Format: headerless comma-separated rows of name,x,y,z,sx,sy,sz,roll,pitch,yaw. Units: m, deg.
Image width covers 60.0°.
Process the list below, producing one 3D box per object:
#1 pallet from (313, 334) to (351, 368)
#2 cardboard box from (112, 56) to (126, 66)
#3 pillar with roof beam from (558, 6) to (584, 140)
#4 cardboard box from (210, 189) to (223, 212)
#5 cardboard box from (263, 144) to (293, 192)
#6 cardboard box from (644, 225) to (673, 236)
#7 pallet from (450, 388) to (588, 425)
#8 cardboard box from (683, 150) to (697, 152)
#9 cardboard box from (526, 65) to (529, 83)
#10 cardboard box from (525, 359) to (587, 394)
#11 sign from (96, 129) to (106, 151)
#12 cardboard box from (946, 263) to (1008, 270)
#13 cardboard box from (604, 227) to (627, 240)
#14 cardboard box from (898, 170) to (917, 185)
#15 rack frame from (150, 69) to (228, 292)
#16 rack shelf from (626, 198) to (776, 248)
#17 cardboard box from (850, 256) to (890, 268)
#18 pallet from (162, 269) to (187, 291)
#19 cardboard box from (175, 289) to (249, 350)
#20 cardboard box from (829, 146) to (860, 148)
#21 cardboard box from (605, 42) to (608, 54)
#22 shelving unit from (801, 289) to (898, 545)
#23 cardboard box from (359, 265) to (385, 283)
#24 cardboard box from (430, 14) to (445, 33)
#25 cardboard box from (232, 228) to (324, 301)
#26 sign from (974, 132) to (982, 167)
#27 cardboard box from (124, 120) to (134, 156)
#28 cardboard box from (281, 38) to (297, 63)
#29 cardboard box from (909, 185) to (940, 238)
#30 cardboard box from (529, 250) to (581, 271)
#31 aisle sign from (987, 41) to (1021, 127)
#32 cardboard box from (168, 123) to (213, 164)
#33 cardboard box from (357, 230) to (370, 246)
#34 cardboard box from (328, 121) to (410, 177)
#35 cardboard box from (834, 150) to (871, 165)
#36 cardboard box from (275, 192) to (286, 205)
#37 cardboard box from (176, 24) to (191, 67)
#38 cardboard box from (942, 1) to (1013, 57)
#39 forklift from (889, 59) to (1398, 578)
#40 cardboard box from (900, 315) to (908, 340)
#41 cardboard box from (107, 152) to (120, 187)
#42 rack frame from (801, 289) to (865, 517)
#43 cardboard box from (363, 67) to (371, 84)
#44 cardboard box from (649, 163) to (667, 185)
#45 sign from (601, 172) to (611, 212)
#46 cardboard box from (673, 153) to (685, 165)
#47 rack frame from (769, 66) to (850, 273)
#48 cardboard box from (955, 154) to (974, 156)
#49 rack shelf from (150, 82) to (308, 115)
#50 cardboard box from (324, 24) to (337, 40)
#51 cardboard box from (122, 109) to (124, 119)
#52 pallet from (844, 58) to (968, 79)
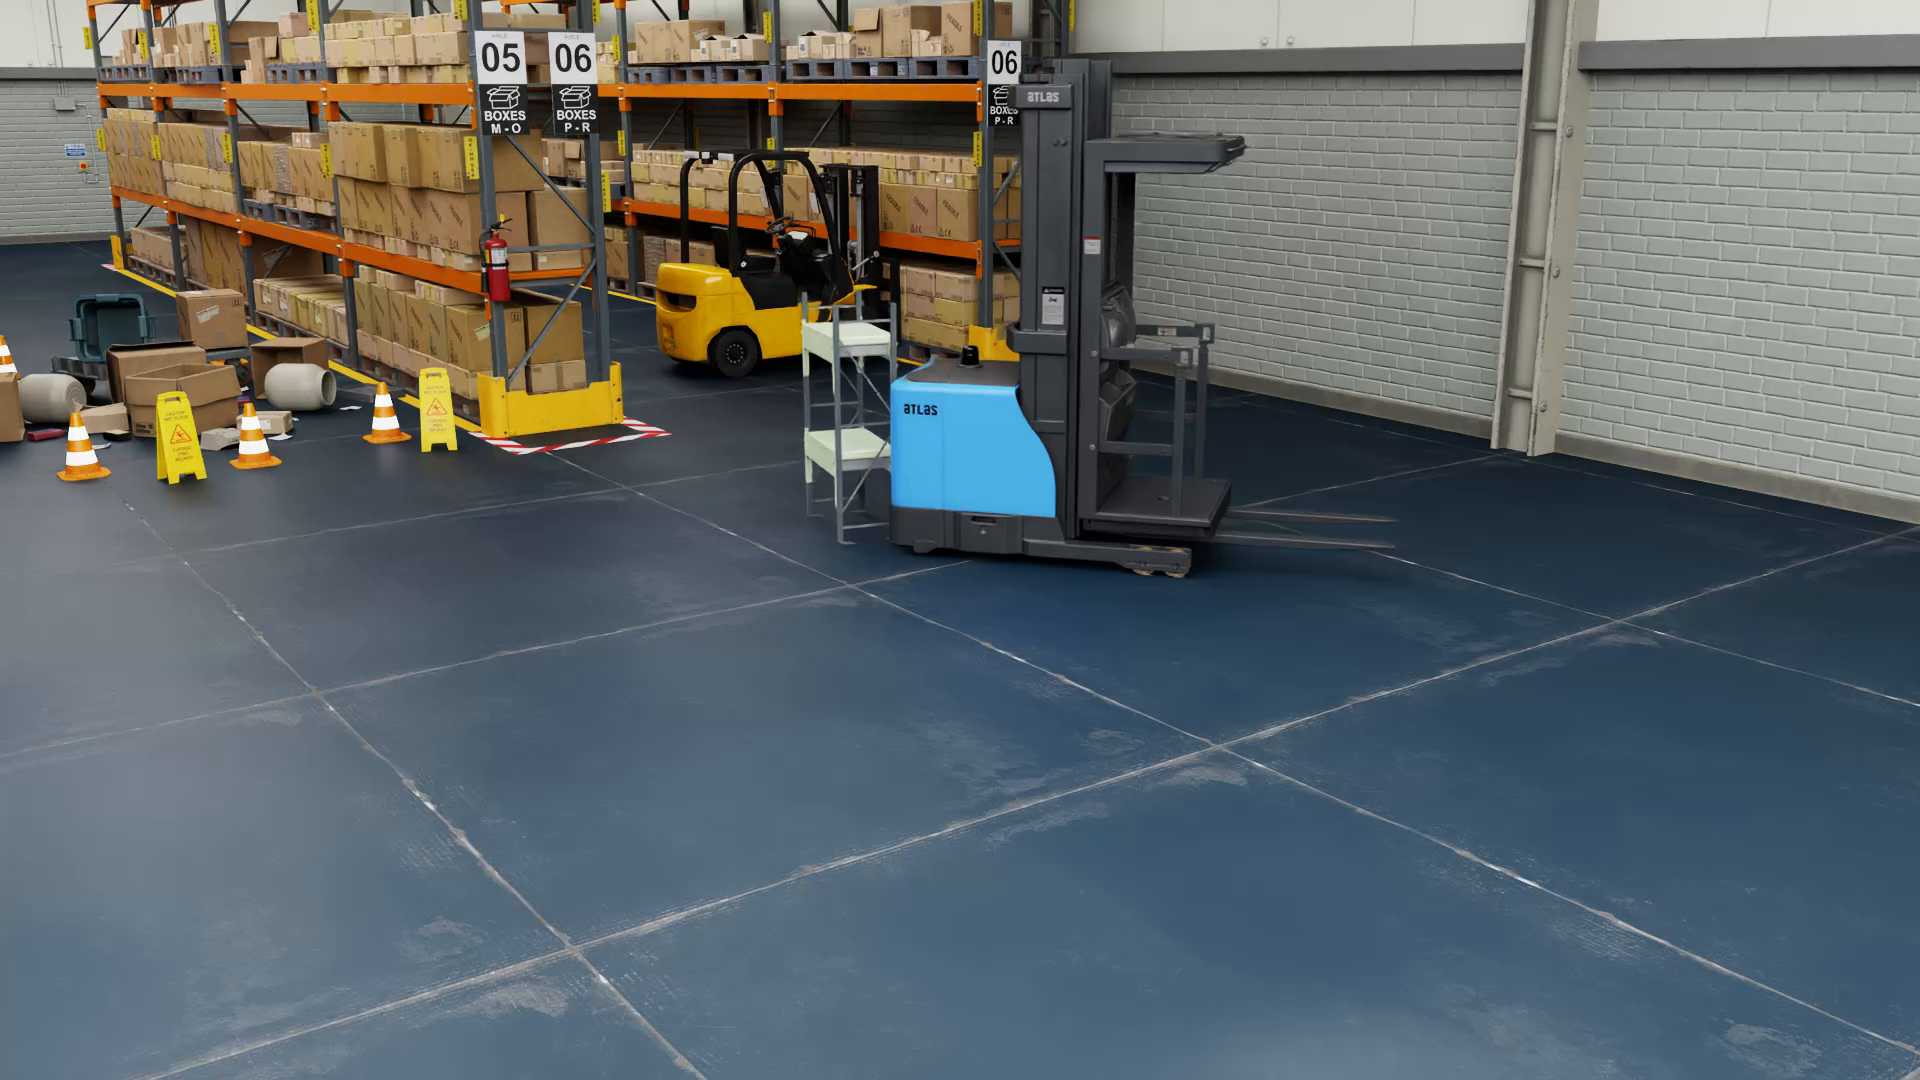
pallet,-6.203,-2.061,17.707,1.003,0.211,1.213,-11,19,-35
cardboard box,-12.346,-7.111,24.684,0.380,0.149,0.250,-10,18,-33
pillar with roof beam,-9.597,-8.234,23.613,9.100,9.000,0.400,-11,19,-35
cardboard box,-8.916,-4.196,20.510,0.500,0.250,0.500,-10,18,-34
cardboard box,-7.388,-4.134,18.450,0.500,0.500,0.500,-10,18,-34
cardboard box,-4.272,-4.396,23.666,0.380,0.149,0.250,-10,18,-33
pallet,-3.886,-1.236,14.693,1.003,0.211,1.213,-11,19,-35
cardboard box,-3.484,-5.150,22.293,0.380,0.149,0.250,-10,18,-33
cardboard box,-3.551,-3.875,13.846,0.380,0.149,0.250,-12,19,-36
cardboard box,-3.642,-1.478,14.706,0.500,0.250,0.500,-11,19,-35
sign,-13.252,-6.173,25.660,0.100,0.325,0.005,-11,19,-35
cardboard box,0.195,-2.754,17.475,0.500,0.250,0.500,-11,19,-34
cardboard box,-4.764,-4.295,23.297,0.380,0.149,0.250,-12,19,-37
cardboard box,-0.419,-3.768,17.244,0.380,0.149,0.250,-12,19,-36
rack frame,-10.447,-4.948,22.974,1.000,3.000,0.127,-11,19,-35
rack shelf,-2.907,-4.092,21.206,1.077,0.370,4.000,-11,19,-35
cardboard box,-1.106,-3.003,18.384,0.500,0.250,0.500,-10,18,-33
pallet,-10.831,-3.778,23.980,1.003,0.211,1.213,-11,19,-35
cardboard box,-7.166,-2.117,15.930,0.500,0.500,0.500,-11,19,-35
cardboard box,-1.299,-4.495,19.335,0.380,0.149,0.250,-11,19,-34
cardboard box,-4.593,-6.676,22.569,0.380,0.149,0.250,-12,19,-36
shelving unit,-0.709,-0.807,10.682,0.431,1.500,0.755,-6,16,-19
cardboard box,-5.590,-2.587,16.111,0.380,0.149,0.250,-11,19,-34
cardboard box,-4.115,-4.235,13.652,0.380,0.149,0.250,-11,19,-35
cardboard box,-8.435,-3.432,20.664,0.875,0.875,0.875,-11,19,-35
sign,0.174,-3.749,15.949,0.100,0.325,0.005,-11,19,-35
cardboard box,-11.835,-5.862,24.229,0.500,0.500,0.500,-11,19,-34
cardboard box,-6.797,-5.137,17.471,0.500,0.250,0.500,-11,19,-34
cardboard box,-0.178,-3.382,17.062,0.500,0.500,0.500,-10,18,-33
cardboard box,-3.424,-2.370,14.027,0.380,0.149,0.250,-11,19,-34
aisle sign,0.422,-4.352,15.869,0.394,0.787,0.004,-11,19,-35
cardboard box,-10.100,-5.236,21.941,0.500,0.500,0.500,-11,19,-35
cardboard box,-5.627,-2.956,16.170,0.380,0.149,0.250,-10,18,-33
cardboard box,-5.660,-3.787,16.082,0.700,0.500,0.500,-11,19,-35
cardboard box,-1.157,-4.185,18.202,0.380,0.149,0.250,-11,19,-35
cardboard box,-7.442,-3.845,18.623,0.380,0.149,0.250,-10,18,-31
cardboard box,-9.366,-6.123,20.599,0.500,0.500,0.500,-11,19,-34
cardboard box,0.164,-4.960,16.159,0.500,0.500,0.500,-10,18,-33
forklift,1.138,-1.348,9.950,3.031,2.935,1.130,4,16,15
cardboard box,-0.482,-2.301,17.713,0.500,0.250,0.500,-11,19,-34
cardboard box,-12.749,-5.704,25.544,0.500,0.500,0.500,-11,19,-35
rack frame,-0.835,-0.897,11.013,0.400,1.500,0.023,-6,16,-19
cardboard box,-5.300,-4.301,15.403,0.380,0.149,0.250,-10,18,-33
cardboard box,-3.726,-4.795,21.749,0.500,0.250,0.500,-10,18,-33
sign,-2.953,-2.888,13.805,0.100,0.325,0.005,-11,19,-35
cardboard box,-3.468,-4.902,21.387,0.380,0.149,0.250,-11,19,-34
rack frame,-1.731,-4.011,19.550,1.000,3.000,0.127,-11,19,-35
cardboard box,0.170,-3.937,17.298,0.380,0.149,0.250,-11,19,-34
rack shelf,-9.272,-5.621,21.113,1.077,0.370,4.000,-11,19,-35
cardboard box,-5.823,-4.832,15.834,0.380,0.149,0.250,-11,19,-36
cardboard box,-12.064,-6.248,24.409,0.380,0.149,0.250,-11,19,-34
pallet,-0.495,-4.977,17.564,1.003,0.211,1.213,-11,19,-35
